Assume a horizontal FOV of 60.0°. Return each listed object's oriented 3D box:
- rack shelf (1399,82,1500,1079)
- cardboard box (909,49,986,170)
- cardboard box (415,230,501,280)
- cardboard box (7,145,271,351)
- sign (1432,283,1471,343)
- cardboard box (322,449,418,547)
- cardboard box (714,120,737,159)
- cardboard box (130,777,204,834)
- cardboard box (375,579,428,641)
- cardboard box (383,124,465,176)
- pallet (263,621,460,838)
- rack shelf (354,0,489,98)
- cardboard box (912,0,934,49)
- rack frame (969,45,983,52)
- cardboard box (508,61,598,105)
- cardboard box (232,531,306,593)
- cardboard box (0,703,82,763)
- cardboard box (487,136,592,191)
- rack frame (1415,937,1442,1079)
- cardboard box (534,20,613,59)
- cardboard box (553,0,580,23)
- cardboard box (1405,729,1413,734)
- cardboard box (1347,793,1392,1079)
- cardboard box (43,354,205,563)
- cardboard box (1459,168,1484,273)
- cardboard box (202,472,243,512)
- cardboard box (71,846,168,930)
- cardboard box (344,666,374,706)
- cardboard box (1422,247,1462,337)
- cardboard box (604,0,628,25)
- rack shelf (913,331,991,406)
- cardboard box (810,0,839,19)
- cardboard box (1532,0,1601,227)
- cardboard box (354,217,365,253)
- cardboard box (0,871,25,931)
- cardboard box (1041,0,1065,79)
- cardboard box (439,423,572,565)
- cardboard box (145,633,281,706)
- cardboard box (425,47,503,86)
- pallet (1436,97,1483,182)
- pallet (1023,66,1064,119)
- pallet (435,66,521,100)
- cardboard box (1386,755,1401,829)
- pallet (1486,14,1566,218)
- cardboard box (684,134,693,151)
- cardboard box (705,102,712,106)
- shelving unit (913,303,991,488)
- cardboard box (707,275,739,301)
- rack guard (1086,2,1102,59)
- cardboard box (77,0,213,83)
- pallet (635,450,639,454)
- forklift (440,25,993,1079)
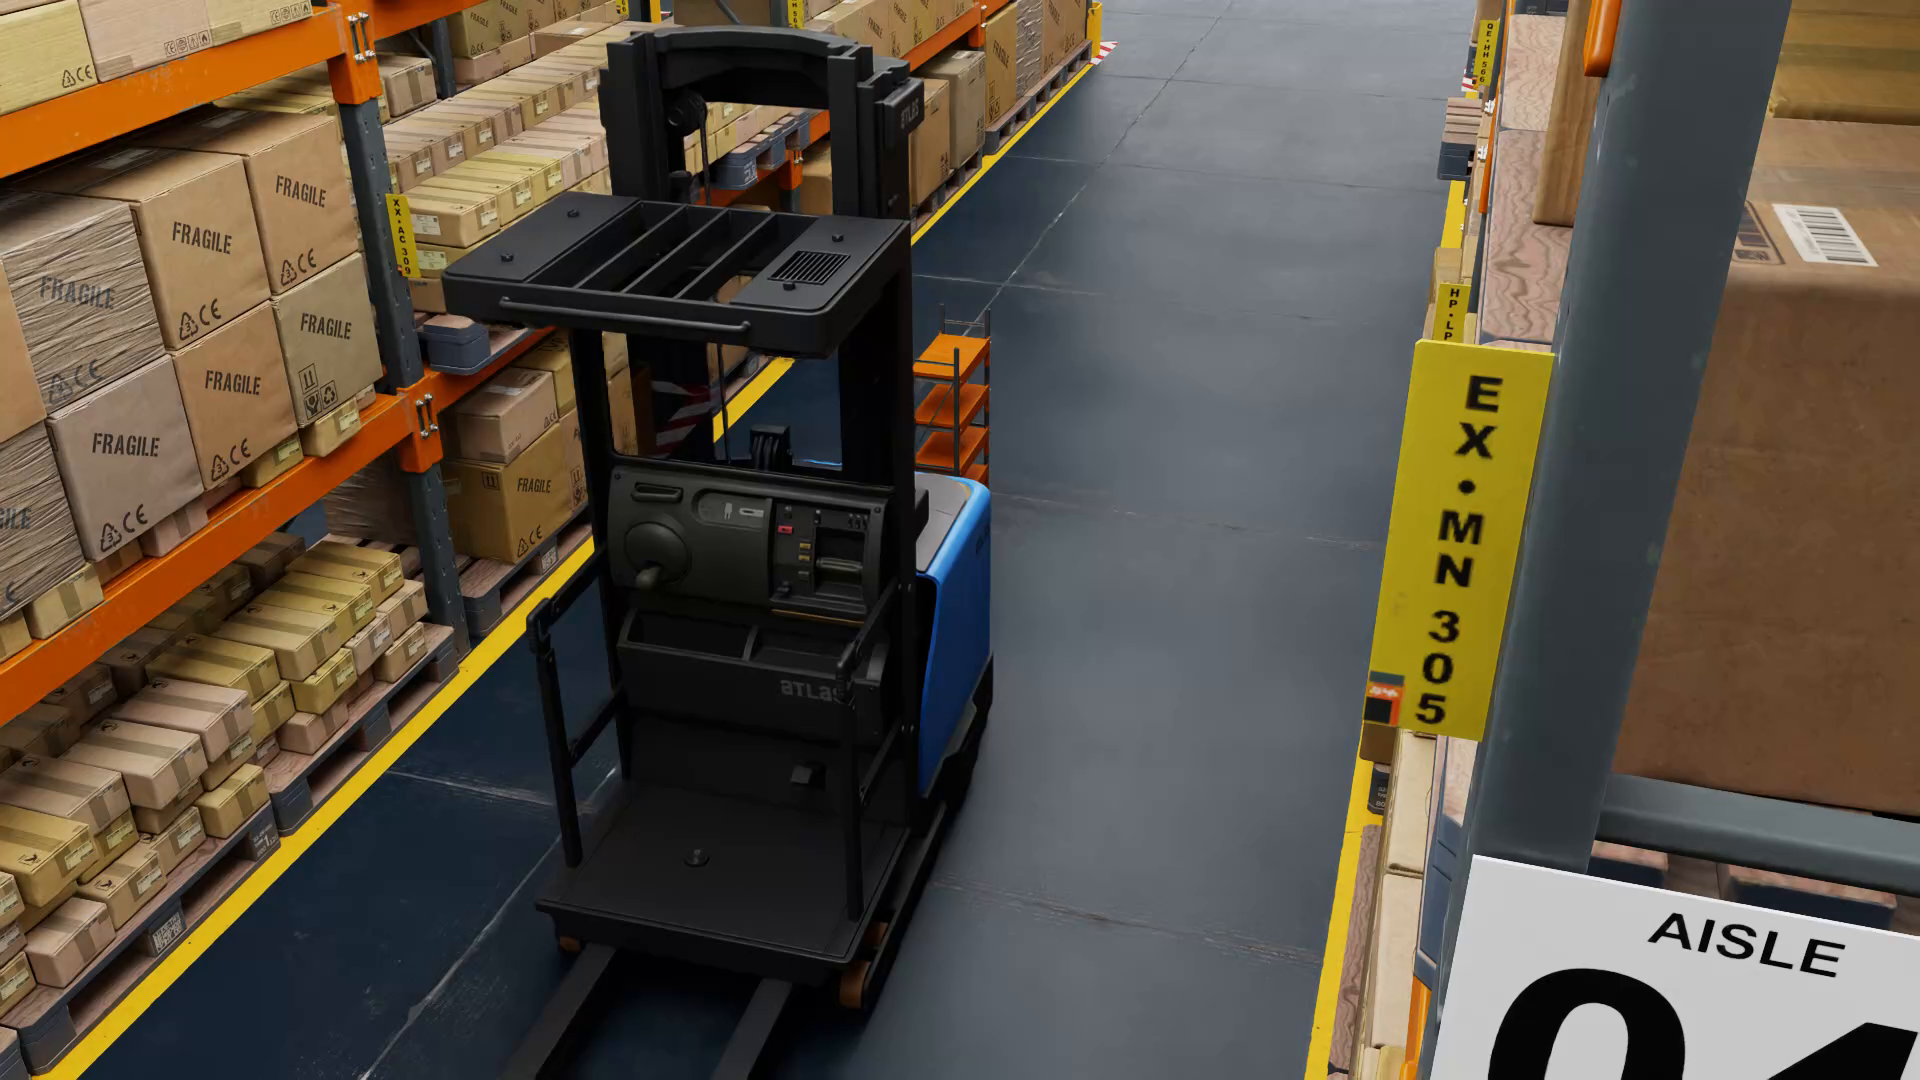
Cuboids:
[{"bbox_3d":[1.470,-0.170,3.125,1.077,0.370,4.000,8,30,15],"label":"rack shelf"},{"bbox_3d":[-0.403,-3.475,13.293,1.050,0.750,0.750,8,30,15],"label":"cardboard box"},{"bbox_3d":[-2.100,-1.179,6.805,0.380,0.149,0.250,9,30,16],"label":"cardboard box"},{"bbox_3d":[-2.681,-0.971,5.472,0.500,0.500,0.500,8,30,13],"label":"cardboard box"},{"bbox_3d":[1.535,-0.648,5.219,0.100,0.325,0.005,8,30,15],"label":"sign"},{"bbox_3d":[-2.679,-0.329,7.895,0.500,0.500,0.500,8,30,14],"label":"cardboard box"},{"bbox_3d":[-1.413,-2.146,8.848,0.380,0.149,0.250,8,30,14],"label":"cardboard box"},{"bbox_3d":[-2.894,0.866,5.802,0.380,0.149,0.250,7,30,12],"label":"cardboard box"},{"bbox_3d":[-2.444,0.266,6.881,0.380,0.149,0.250,9,30,16],"label":"cardboard box"},{"bbox_3d":[-2.491,-1.773,7.566,0.380,0.149,0.250,8,30,15],"label":"cardboard box"},{"bbox_3d":[-2.818,0.678,6.815,1.003,0.211,1.213,8,30,15],"label":"pallet"},{"bbox_3d":[-2.068,-2.784,7.823,1.077,0.370,4.000,8,30,15],"label":"rack shelf"},{"bbox_3d":[-0.501,-3.869,12.017,0.500,0.500,0.500,9,30,15],"label":"cardboard box"},{"bbox_3d":[-0.307,-4.576,13.390,1.000,3.000,0.127,8,30,15],"label":"rack frame"},{"bbox_3d":[-2.110,-2.376,8.650,0.380,0.149,0.250,10,31,17],"label":"cardboard box"},{"bbox_3d":[-2.954,0.075,6.918,0.380,0.149,0.250,10,31,17],"label":"cardboard box"},{"bbox_3d":[-3.327,0.688,5.815,0.380,0.149,0.250,7,30,13],"label":"cardboard box"},{"bbox_3d":[-1.870,-1.674,7.388,0.380,0.149,0.250,8,30,14],"label":"cardboard box"},{"bbox_3d":[0.883,1.756,2.009,1.000,3.000,0.127,8,30,15],"label":"rack frame"},{"bbox_3d":[-3.358,-4.234,14.567,0.500,0.500,0.500,8,30,15],"label":"cardboard box"},{"bbox_3d":[-4.185,-5.518,16.708,0.500,0.500,0.500,8,30,14],"label":"cardboard box"},{"bbox_3d":[1.371,0.485,4.141,0.500,0.250,0.500,9,30,16],"label":"cardboard box"},{"bbox_3d":[1.522,1.355,4.482,0.875,0.875,0.875,8,30,15],"label":"cardboard box"},{"bbox_3d":[-2.828,-0.294,5.285,0.500,0.500,0.500,8,30,15],"label":"cardboard box"},{"bbox_3d":[2.532,-1.340,7.471,0.500,0.500,0.500,8,30,14],"label":"cardboard box"},{"bbox_3d":[-2.763,-0.221,5.820,0.380,0.149,0.250,8,30,13],"label":"cardboard box"},{"bbox_3d":[-2.928,1.145,5.607,0.380,0.149,0.250,9,30,15],"label":"cardboard box"},{"bbox_3d":[-2.601,0.544,6.687,0.380,0.149,0.250,9,30,16],"label":"cardboard box"},{"bbox_3d":[3.008,-0.899,8.535,1.225,0.875,0.875,7,30,13],"label":"cardboard box"},{"bbox_3d":[-3.881,-5.651,17.719,0.500,0.250,0.500,8,30,15],"label":"cardboard box"},{"bbox_3d":[-0.049,-0.791,7.629,0.258,0.148,0.480,8,30,15],"label":"rack shelf"},{"bbox_3d":[-1.192,-3.640,10.576,0.700,0.500,0.500,8,30,14],"label":"cardboard box"},{"bbox_3d":[1.433,-0.841,2.953,0.700,0.500,0.500,10,31,17],"label":"cardboard box"},{"bbox_3d":[-2.727,-1.275,6.976,0.380,0.149,0.250,9,30,16],"label":"cardboard box"},{"bbox_3d":[-3.104,1.110,5.059,0.380,0.149,0.250,10,31,17],"label":"cardboard box"},{"bbox_3d":[0.475,-4.956,15.827,0.875,0.875,0.875,8,30,14],"label":"cardboard box"},{"bbox_3d":[-2.185,-0.255,7.762,0.500,0.500,0.500,10,31,17],"label":"cardboard box"},{"bbox_3d":[-2.765,0.497,6.159,0.380,0.149,0.250,9,30,17],"label":"cardboard box"},{"bbox_3d":[-4.637,-4.453,15.565,0.500,0.250,0.500,7,30,13],"label":"cardboard box"},{"bbox_3d":[3.338,-2.225,9.361,1.213,0.211,1.003,8,30,15],"label":"pallet"},{"bbox_3d":[0.347,-4.268,15.705,1.003,0.211,1.213,8,30,15],"label":"pallet"},{"bbox_3d":[-4.905,-4.334,15.823,1.003,0.211,1.213,8,30,15],"label":"pallet"},{"bbox_3d":[1.272,0.699,4.166,0.380,0.149,0.250,9,30,15],"label":"cardboard box"},{"bbox_3d":[1.807,-0.997,3.962,1.003,0.211,1.213,8,30,15],"label":"pallet"},{"bbox_3d":[-1.567,-2.026,8.327,0.380,0.149,0.250,9,30,16],"label":"cardboard box"},{"bbox_3d":[-1.490,-2.283,8.484,0.380,0.149,0.250,9,30,15],"label":"cardboard box"},{"bbox_3d":[-0.049,-0.447,7.820,0.258,1.200,0.503,8,30,15],"label":"shelving unit"},{"bbox_3d":[-1.569,-1.544,9.308,0.500,0.250,0.500,9,30,16],"label":"cardboard box"},{"bbox_3d":[0.874,-5.353,17.359,1.175,0.500,0.348,8,30,15],"label":"rack guard"},{"bbox_3d":[-2.699,-1.606,5.121,0.500,0.250,0.500,8,30,15],"label":"cardboard box"},{"bbox_3d":[-2.072,-0.570,9.058,1.003,0.211,1.213,8,30,15],"label":"pallet"},{"bbox_3d":[-0.743,0.053,5.139,1.130,2.935,3.031,7,30,13],"label":"forklift"}]
